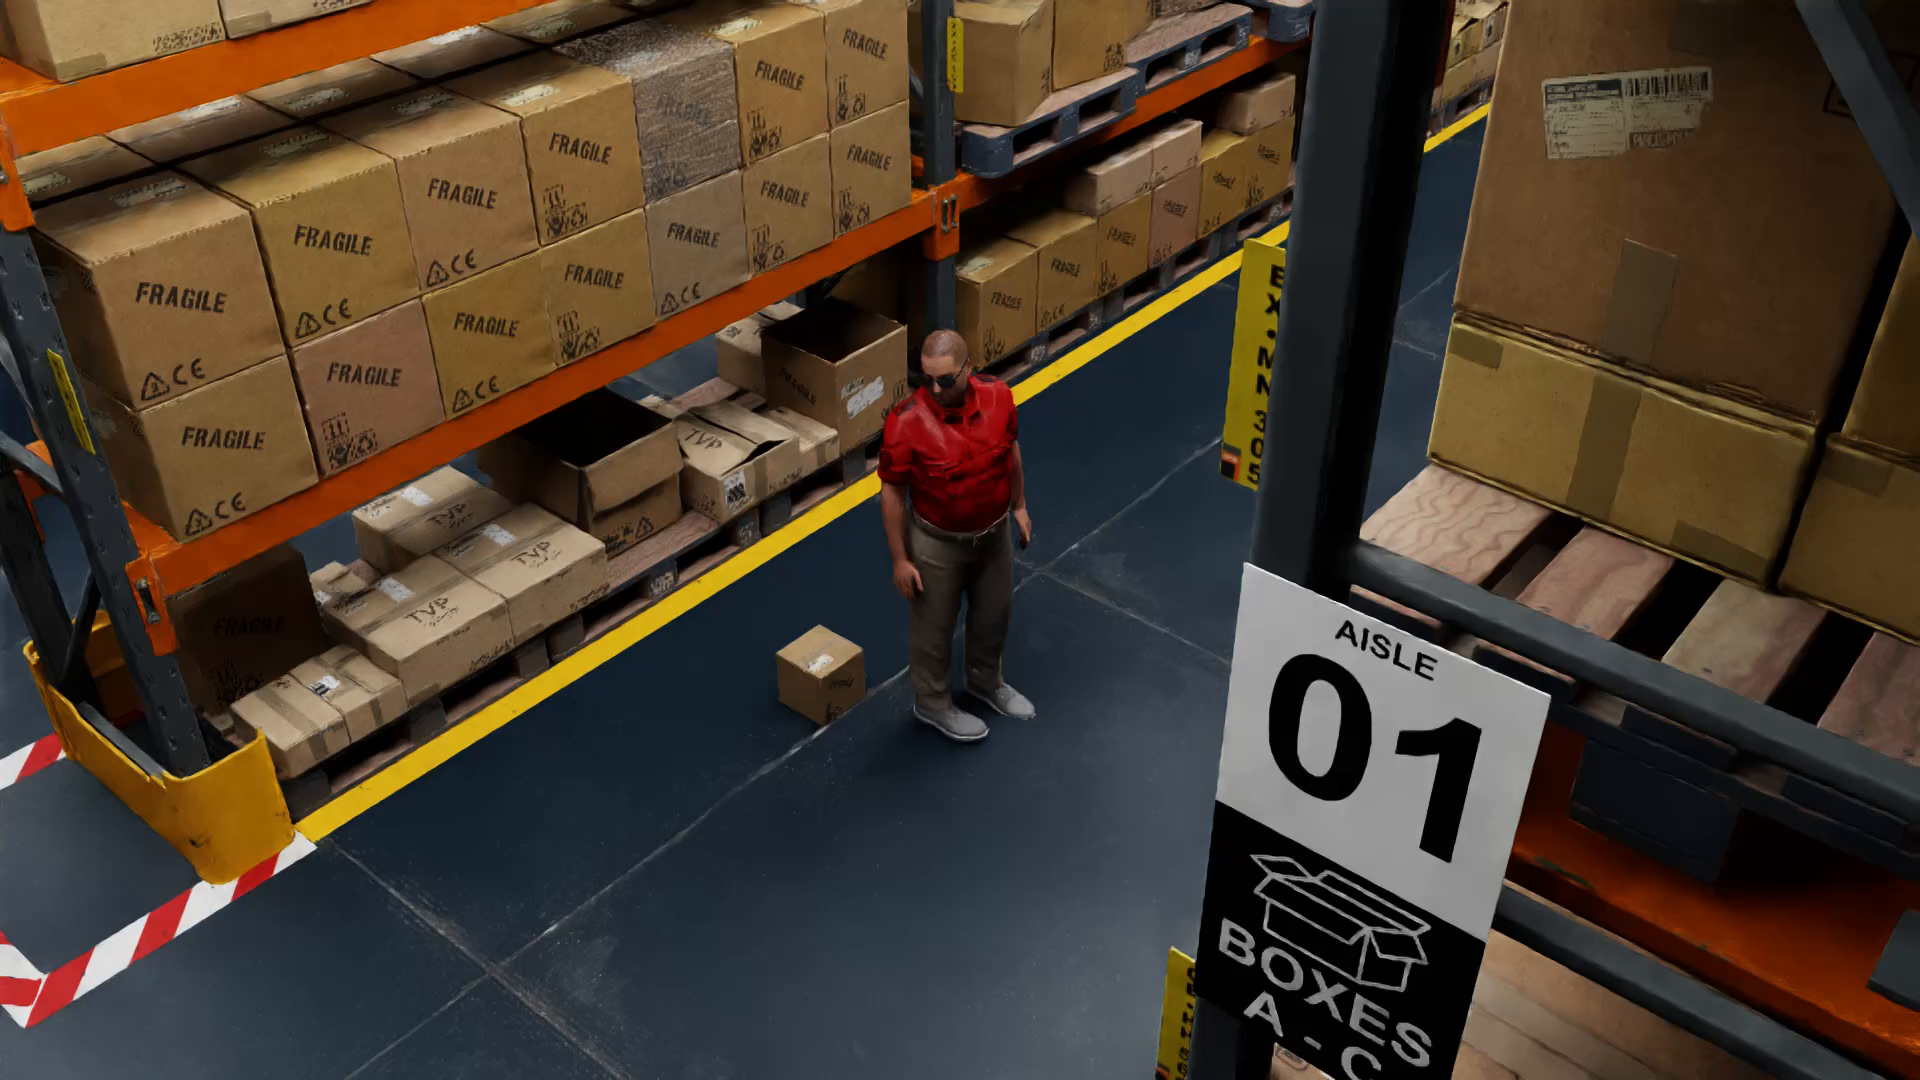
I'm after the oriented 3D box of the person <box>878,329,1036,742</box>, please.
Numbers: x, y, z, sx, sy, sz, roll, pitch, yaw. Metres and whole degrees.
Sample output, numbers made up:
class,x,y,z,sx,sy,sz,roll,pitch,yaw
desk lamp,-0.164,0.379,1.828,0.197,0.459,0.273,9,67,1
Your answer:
class,x,y,z,sx,sy,sz,roll,pitch,yaw
person,0.008,0.008,6.157,0.612,1.760,0.366,-21,40,-27
